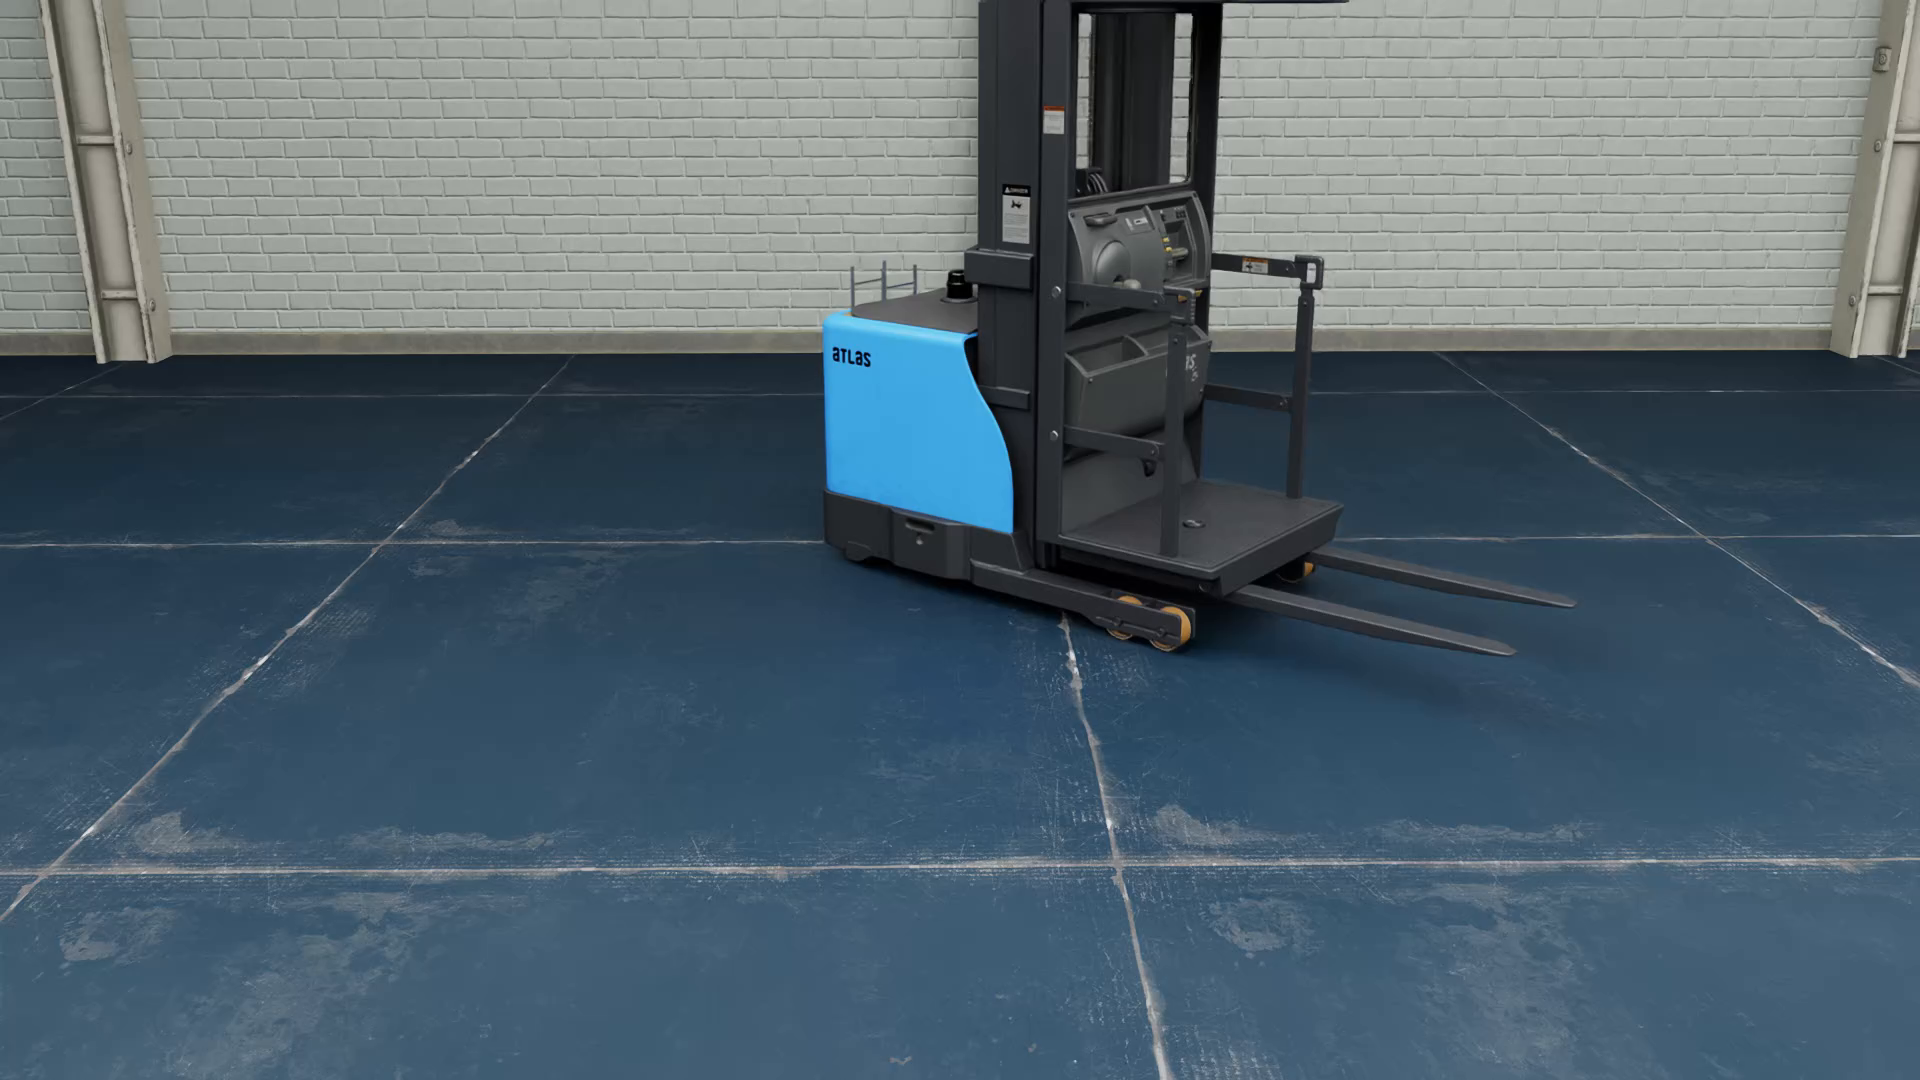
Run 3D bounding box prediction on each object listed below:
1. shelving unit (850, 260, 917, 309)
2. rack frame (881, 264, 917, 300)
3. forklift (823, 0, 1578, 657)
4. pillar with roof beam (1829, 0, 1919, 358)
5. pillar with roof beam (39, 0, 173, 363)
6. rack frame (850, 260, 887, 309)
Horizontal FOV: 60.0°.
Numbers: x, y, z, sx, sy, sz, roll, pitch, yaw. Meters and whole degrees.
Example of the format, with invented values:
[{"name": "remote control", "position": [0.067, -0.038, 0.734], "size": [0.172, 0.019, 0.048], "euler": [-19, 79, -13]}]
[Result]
[{"name": "shelving unit", "position": [-0.342, -0.661, 7.645], "size": [0.189, 1.200, 0.258], "euler": [14, 22, 36]}, {"name": "rack frame", "position": [-0.270, -0.644, 7.591], "size": [0.006, 1.200, 0.240], "euler": [14, 22, 36]}, {"name": "forklift", "position": [0.874, -1.161, 6.367], "size": [3.031, 2.935, 1.130], "euler": [14, 22, 36]}, {"name": "pillar with roof beam", "position": [6.399, -4.276, 6.146], "size": [0.400, 9.000, 9.100], "euler": [0, 18, -1]}, {"name": "pillar with roof beam", "position": [-5.599, -4.218, 5.966], "size": [0.400, 9.000, 9.100], "euler": [0, 18, -1]}, {"name": "rack frame", "position": [-0.414, -0.679, 7.699], "size": [0.006, 1.200, 0.240], "euler": [14, 22, 36]}]
